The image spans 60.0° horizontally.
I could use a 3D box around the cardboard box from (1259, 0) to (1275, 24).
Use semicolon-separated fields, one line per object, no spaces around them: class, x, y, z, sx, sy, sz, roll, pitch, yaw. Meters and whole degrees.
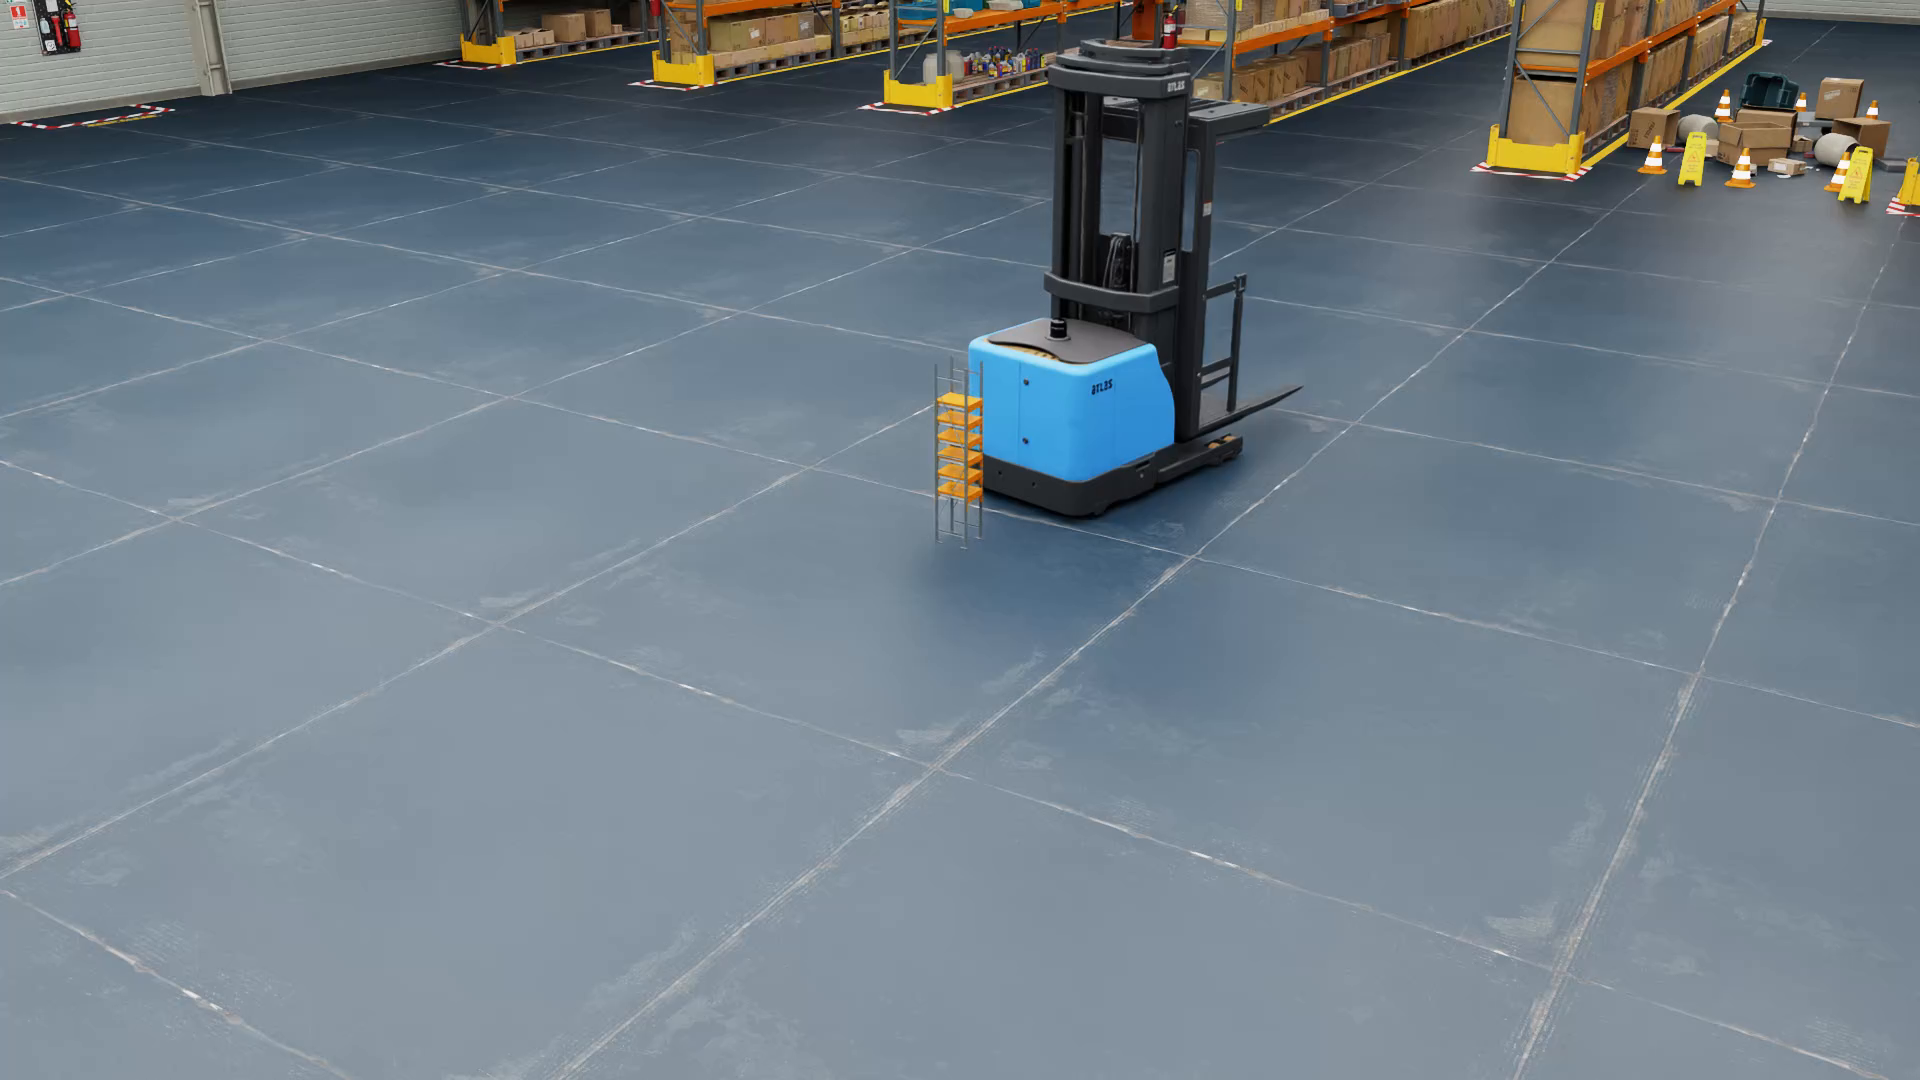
cardboard box;4.299;-8.165;25.335;0.875;0.500;0.500;14;27;29

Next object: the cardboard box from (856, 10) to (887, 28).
cardboard box;-1.811;-10.495;33.444;0.500;0.311;0.500;13;27;27

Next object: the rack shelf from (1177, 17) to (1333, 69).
rack shelf;4.578;-7.794;25.884;1.077;0.370;4.000;14;27;29

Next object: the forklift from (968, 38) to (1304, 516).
forklift;1.413;-2.001;11.682;1.130;2.935;3.031;20;31;39

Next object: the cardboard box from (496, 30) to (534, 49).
cardboard box;-8.660;-9.746;32.318;0.500;0.311;0.500;11;26;23

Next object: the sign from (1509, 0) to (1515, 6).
sign;7.230;-7.134;21.699;0.100;0.325;0.005;14;27;29

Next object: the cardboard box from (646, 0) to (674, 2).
cardboard box;-6.388;-11.714;35.681;0.500;0.250;0.500;13;27;28

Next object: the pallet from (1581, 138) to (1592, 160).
pallet;8.039;-5.382;22.917;1.003;0.211;1.213;14;27;29

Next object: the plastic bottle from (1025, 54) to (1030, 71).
plastic bottle;1.178;-8.386;29.212;0.061;0.283;0.133;16;28;32

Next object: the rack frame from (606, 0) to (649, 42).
rack frame;-6.992;-11.913;34.494;1.000;3.000;0.127;14;27;29

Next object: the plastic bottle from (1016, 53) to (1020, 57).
plastic bottle;1.090;-8.469;29.413;0.152;0.276;0.135;14;27;29

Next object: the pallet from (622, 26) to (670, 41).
pallet;-6.582;-10.897;35.656;1.003;0.211;1.213;14;27;29

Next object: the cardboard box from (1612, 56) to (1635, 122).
cardboard box;9.402;-6.746;24.703;0.875;0.875;0.875;14;27;30

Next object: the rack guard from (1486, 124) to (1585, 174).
rack guard;7.671;-5.221;22.180;1.175;0.500;0.348;14;27;29

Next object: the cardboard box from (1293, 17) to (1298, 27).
cardboard box;5.068;-8.138;26.090;0.380;0.149;0.250;14;27;29

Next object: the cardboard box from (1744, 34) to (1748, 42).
cardboard box;15.560;-10.075;33.306;0.380;0.149;0.250;13;26;27

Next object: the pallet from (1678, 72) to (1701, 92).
pallet;12.317;-8.060;29.102;1.003;0.211;1.213;14;27;29

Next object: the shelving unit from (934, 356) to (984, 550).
shelving unit;-0.008;-0.546;10.500;0.258;1.200;0.189;14;27;29

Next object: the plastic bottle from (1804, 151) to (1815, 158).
plastic bottle;11.778;-5.332;22.989;0.133;0.061;0.283;20;30;38

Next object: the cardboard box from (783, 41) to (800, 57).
cardboard box;-3.363;-9.267;31.312;0.500;0.250;0.500;14;27;29

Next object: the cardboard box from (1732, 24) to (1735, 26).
cardboard box;14.776;-9.925;32.212;0.380;0.149;0.250;13;27;28

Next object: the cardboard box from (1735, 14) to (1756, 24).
cardboard box;15.849;-10.515;33.574;0.380;0.149;0.250;13;27;28

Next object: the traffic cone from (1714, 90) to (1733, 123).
traffic cone;11.784;-6.698;25.639;0.336;0.463;0.334;14;27;29

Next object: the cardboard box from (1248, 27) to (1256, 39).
cardboard box;4.169;-7.542;24.712;0.380;0.149;0.250;14;27;29

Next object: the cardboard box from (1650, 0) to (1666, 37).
cardboard box;10.299;-7.893;25.081;0.500;0.500;0.500;14;27;30

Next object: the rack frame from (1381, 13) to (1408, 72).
rack frame;7.743;-10.149;30.419;1.000;3.000;0.127;14;27;29

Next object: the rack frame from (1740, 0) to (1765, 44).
rack frame;16.123;-11.776;34.176;1.000;3.000;0.127;14;27;29

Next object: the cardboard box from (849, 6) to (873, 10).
cardboard box;-2.008;-10.775;34.091;0.500;0.311;0.500;13;27;28

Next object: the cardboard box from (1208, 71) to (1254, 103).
cardboard box;4.153;-6.911;25.556;0.500;0.500;0.500;-20;31;-39

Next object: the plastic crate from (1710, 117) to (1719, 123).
plastic crate;10.815;-6.129;24.598;0.662;0.188;0.450;-12;16;-26

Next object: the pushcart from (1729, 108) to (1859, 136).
pushcart;12.089;-5.980;24.089;1.648;0.377;0.936;5;24;11

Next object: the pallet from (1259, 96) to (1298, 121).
pallet;4.666;-6.872;26.359;1.003;0.211;1.213;14;27;29

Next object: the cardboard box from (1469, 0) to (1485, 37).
cardboard box;10.269;-10.923;34.352;0.875;0.875;0.875;14;27;29

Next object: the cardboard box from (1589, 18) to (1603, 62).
cardboard box;8.112;-6.770;22.423;0.875;0.550;0.550;14;27;29

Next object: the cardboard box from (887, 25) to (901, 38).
cardboard box;-1.547;-10.411;33.955;0.500;0.250;0.500;14;27;30

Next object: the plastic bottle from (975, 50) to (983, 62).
plastic bottle;0.323;-8.431;29.230;0.144;0.351;0.185;14;27;29

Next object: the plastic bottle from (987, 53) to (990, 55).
plastic bottle;0.501;-8.480;29.444;0.097;0.271;0.097;0;23;0

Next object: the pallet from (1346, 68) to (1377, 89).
pallet;6.685;-8.196;29.417;1.003;0.211;1.213;14;27;29

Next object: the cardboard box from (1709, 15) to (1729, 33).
cardboard box;13.835;-9.511;30.619;0.500;0.250;0.500;13;27;28

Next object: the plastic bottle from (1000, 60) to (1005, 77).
plastic bottle;0.717;-8.099;28.564;0.097;0.271;0.097;0;23;0

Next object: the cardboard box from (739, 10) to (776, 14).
cardboard box;-3.819;-9.723;31.423;0.500;0.500;0.500;14;27;29

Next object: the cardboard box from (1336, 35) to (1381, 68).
cardboard box;7.125;-8.784;29.858;0.700;0.500;0.500;11;26;25

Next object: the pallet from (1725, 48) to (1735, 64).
pallet;14.338;-9.380;32.153;1.003;0.211;1.213;14;27;29

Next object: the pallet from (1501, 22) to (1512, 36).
pallet;11.608;-11.283;36.549;1.003;0.211;1.213;14;27;29

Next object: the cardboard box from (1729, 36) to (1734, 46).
cardboard box;14.476;-9.502;31.609;0.380;0.149;0.250;15;28;31

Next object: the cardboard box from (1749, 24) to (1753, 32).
cardboard box;15.815;-10.383;33.645;0.380;0.149;0.250;13;26;27

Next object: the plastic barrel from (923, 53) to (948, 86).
plastic barrel;-0.403;-7.776;27.540;0.421;0.512;0.421;0;23;0

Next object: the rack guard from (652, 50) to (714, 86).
rack guard;-4.904;-8.371;29.458;1.175;0.500;0.348;14;27;29

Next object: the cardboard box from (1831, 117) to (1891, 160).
cardboard box;12.331;-5.500;22.823;0.500;0.500;0.500;-7;24;-17

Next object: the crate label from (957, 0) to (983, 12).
crate label;0.056;-9.181;28.138;0.502;0.435;0.616;14;27;29

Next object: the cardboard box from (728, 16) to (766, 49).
cardboard box;-3.904;-9.277;30.391;0.500;0.500;0.500;14;27;29

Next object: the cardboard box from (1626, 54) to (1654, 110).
cardboard box;10.044;-7.114;25.712;1.050;0.750;0.750;14;27;29

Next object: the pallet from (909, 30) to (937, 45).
pallet;-1.139;-10.677;35.148;1.003;0.211;1.213;14;27;29

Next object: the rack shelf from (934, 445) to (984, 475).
rack shelf;-0.008;-0.505;10.518;0.258;0.103;0.180;14;27;29
